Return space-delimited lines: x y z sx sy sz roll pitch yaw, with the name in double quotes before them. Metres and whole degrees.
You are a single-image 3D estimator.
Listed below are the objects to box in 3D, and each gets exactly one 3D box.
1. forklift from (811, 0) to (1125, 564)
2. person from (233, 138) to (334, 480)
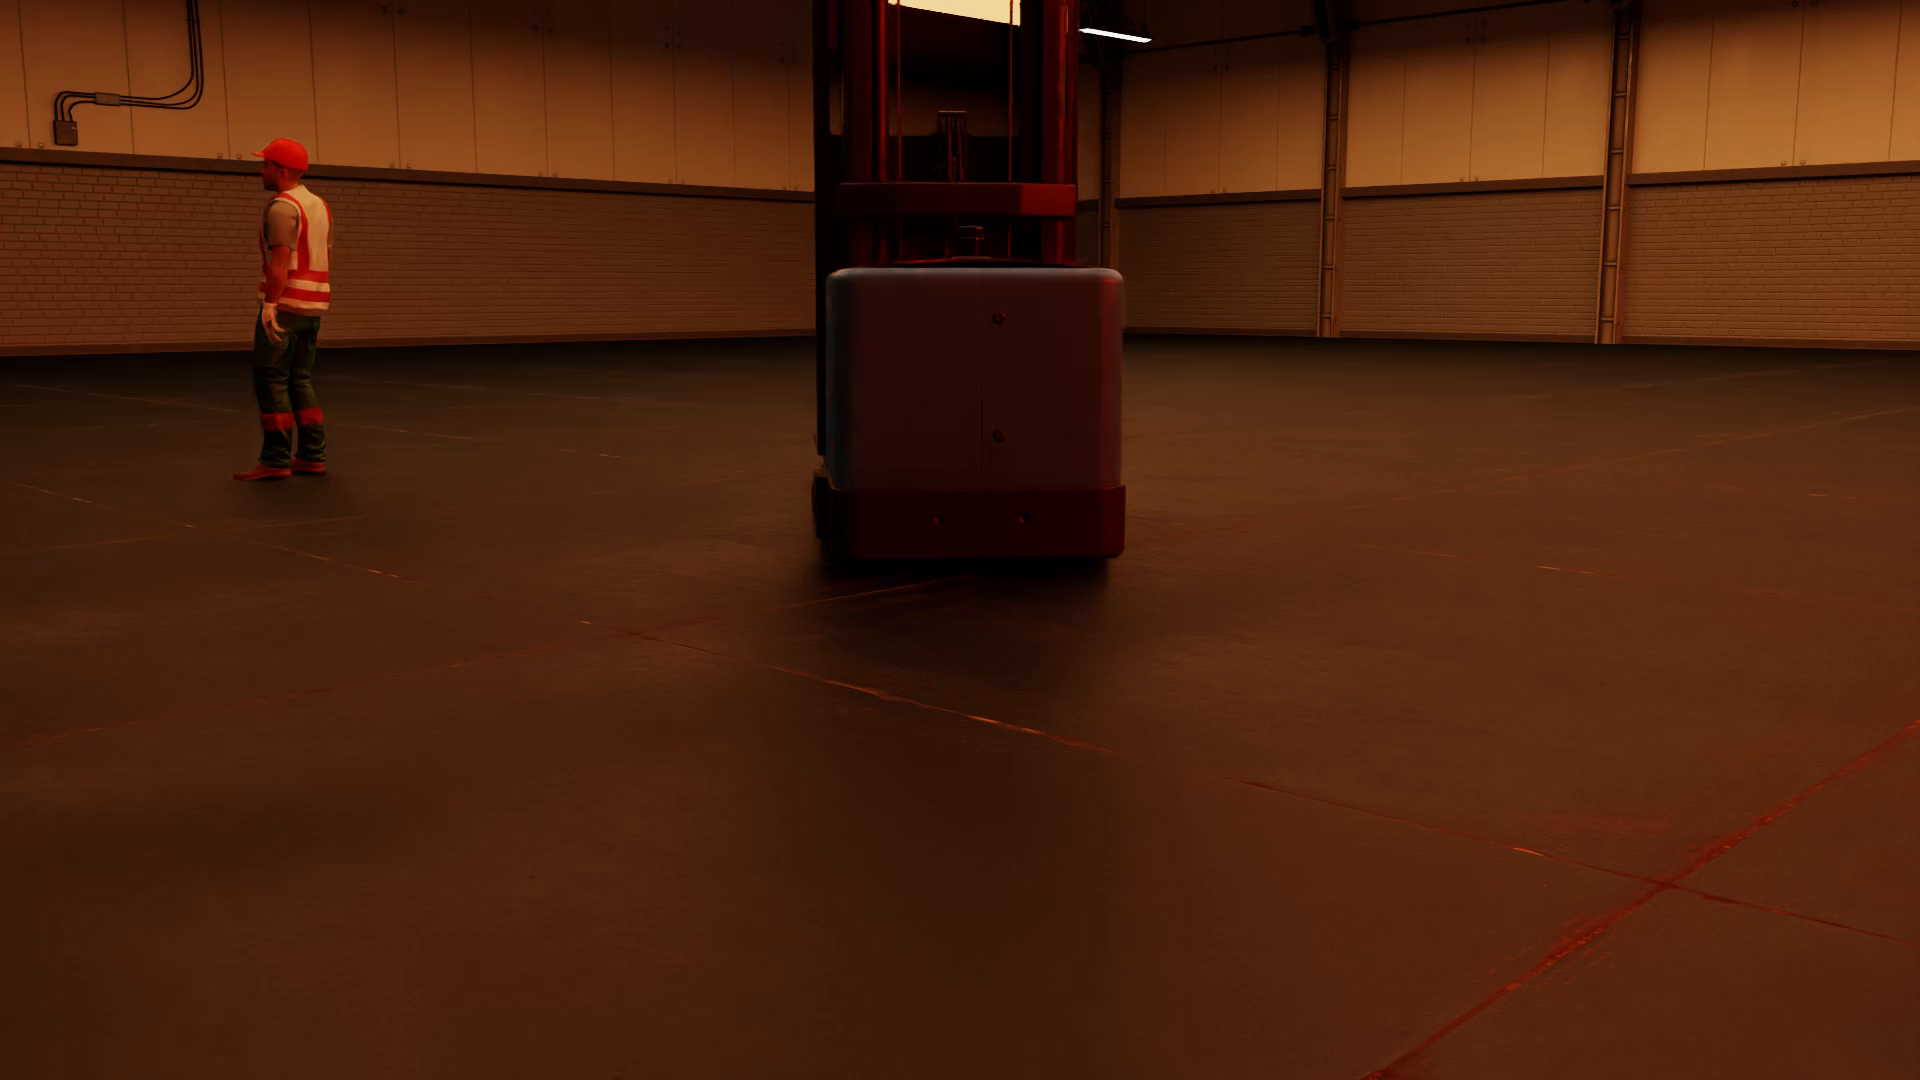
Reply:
"forklift" -0.087 -1.541 7.111 1.130 2.935 3.031 -1 9 -6
"person" -3.627 -1.223 8.902 0.489 1.806 0.632 1 9 5
